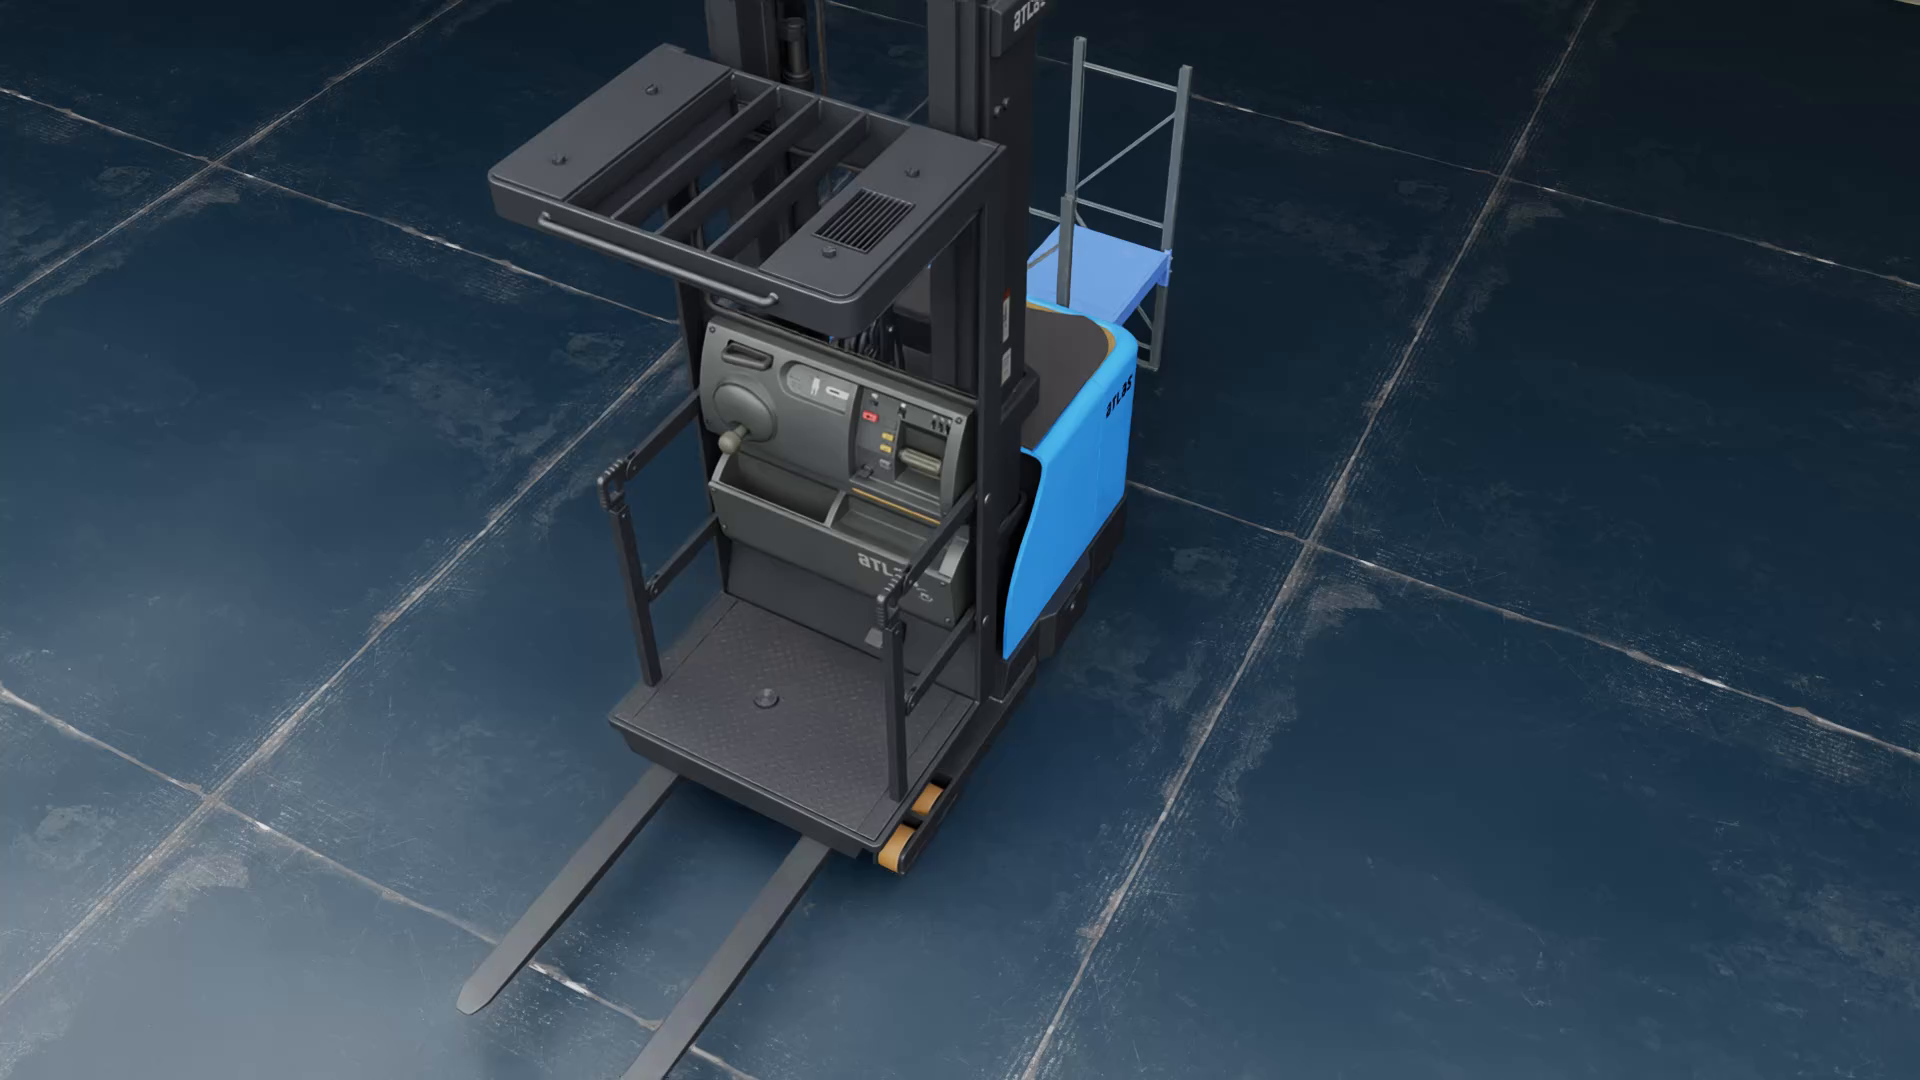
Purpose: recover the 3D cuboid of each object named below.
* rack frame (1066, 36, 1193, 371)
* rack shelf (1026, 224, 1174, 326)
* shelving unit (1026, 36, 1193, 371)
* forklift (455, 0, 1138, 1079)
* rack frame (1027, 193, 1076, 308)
[{"bbox_3d":[0.678,-1.386,7.066,0.500,1.500,0.032,22,49,20],"label":"rack frame"},{"bbox_3d":[0.430,-0.944,6.882,0.538,0.185,1.000,22,49,20],"label":"rack shelf"},{"bbox_3d":[0.430,-1.071,6.754,0.538,1.500,1.048,22,49,20],"label":"shelving unit"},{"bbox_3d":[-0.502,-0.282,4.968,1.130,2.935,3.031,22,49,20],"label":"forklift"},{"bbox_3d":[0.181,-0.755,6.442,0.500,1.500,0.032,22,49,20],"label":"rack frame"}]
